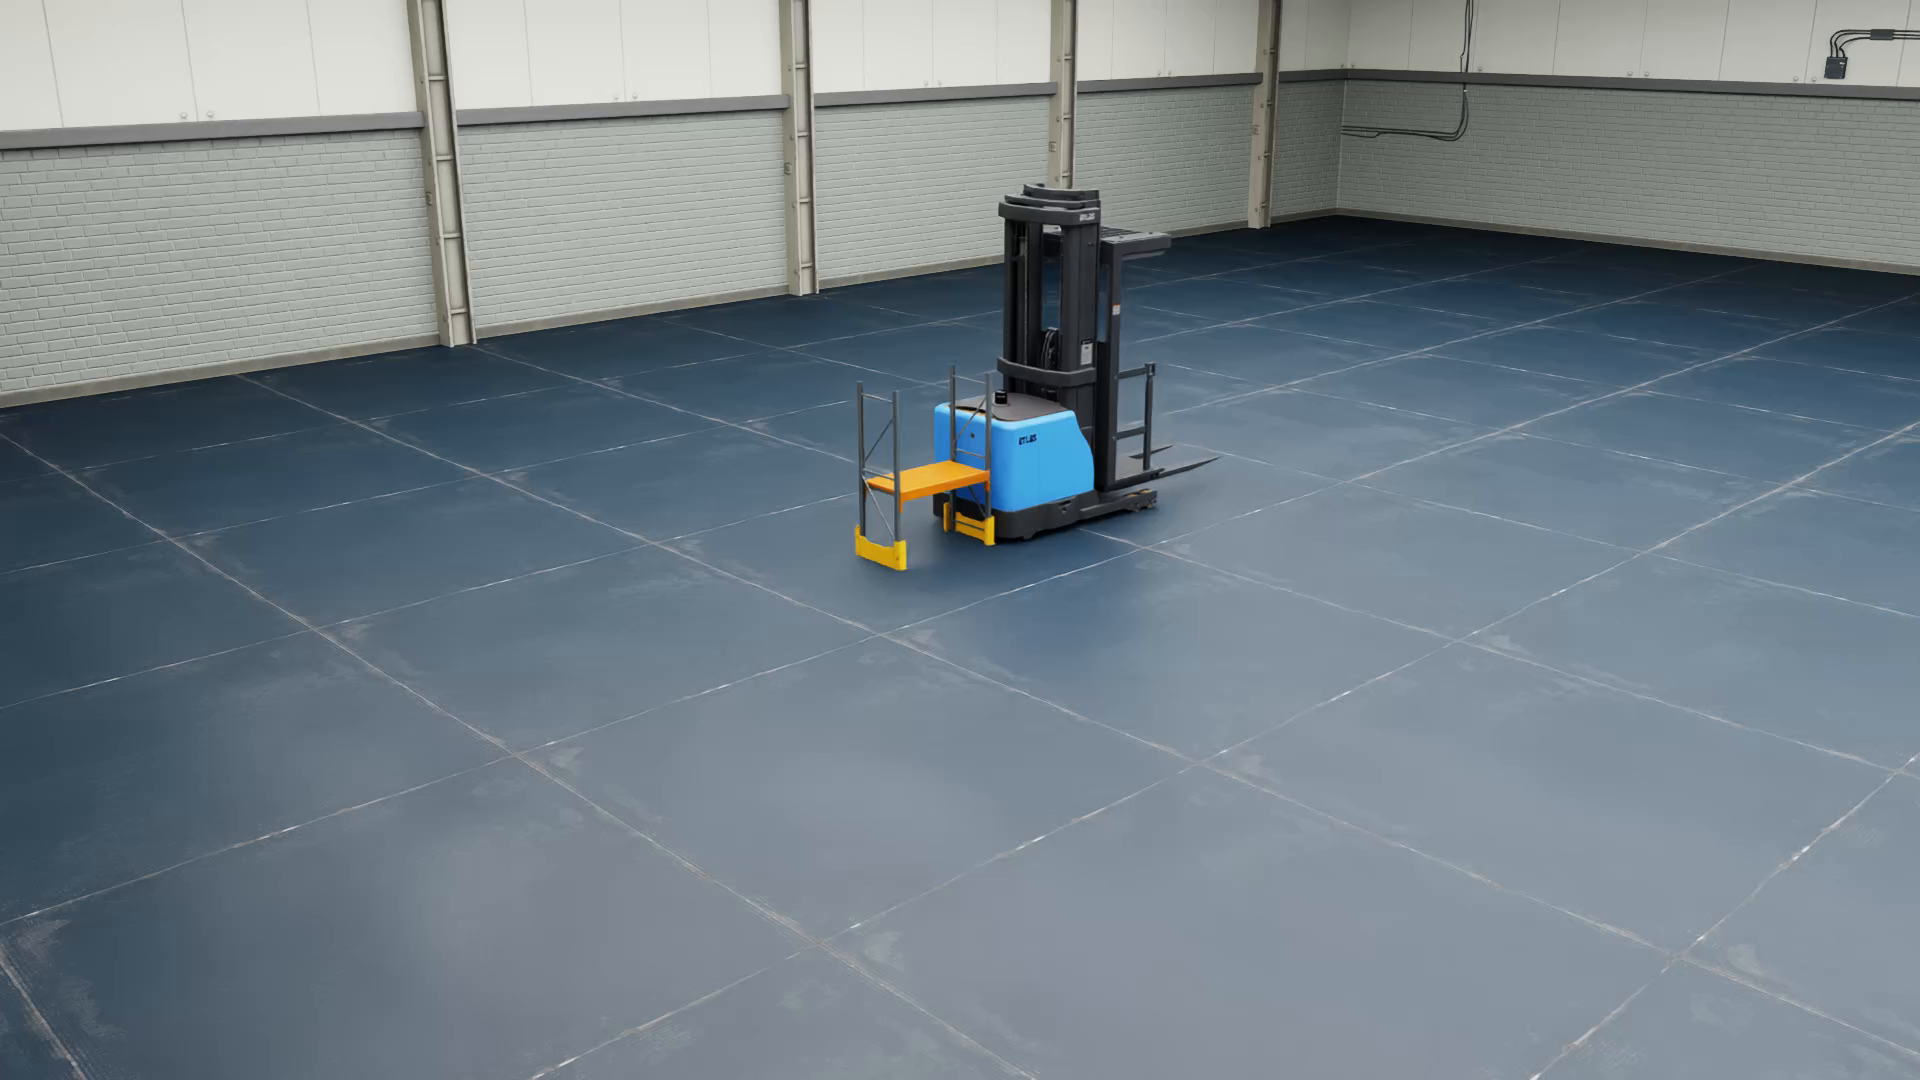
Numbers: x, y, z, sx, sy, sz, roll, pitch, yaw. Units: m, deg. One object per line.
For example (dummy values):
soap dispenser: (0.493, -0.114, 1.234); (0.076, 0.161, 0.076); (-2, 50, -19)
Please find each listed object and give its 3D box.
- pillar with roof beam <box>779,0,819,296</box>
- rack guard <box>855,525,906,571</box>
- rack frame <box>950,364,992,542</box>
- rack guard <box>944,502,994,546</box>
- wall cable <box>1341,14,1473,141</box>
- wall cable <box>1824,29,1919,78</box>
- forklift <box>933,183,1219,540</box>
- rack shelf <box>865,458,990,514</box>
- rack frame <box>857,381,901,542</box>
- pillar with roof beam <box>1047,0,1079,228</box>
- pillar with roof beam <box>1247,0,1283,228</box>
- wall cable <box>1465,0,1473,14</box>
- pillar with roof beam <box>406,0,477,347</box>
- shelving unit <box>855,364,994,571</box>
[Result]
pillar with roof beam: (0.443, -7.279, 22.344); (0.400, 9.000, 9.100); (-16, 24, -41)
rack guard: (-0.664, 0.064, 13.883); (0.087, 0.250, 0.587); (-16, 24, -40)
rack frame: (0.091, -0.740, 14.337); (0.032, 1.500, 0.500); (-16, 24, -40)
rack guard: (0.076, -0.142, 14.517); (0.087, 0.250, 0.587); (-16, 24, -40)
wall cable: (9.254, -9.637, 34.652); (0.112, 2.526, 3.097); (-16, 24, -41)
wall cable: (15.765, -10.601, 27.077); (0.169, 6.003, 2.305); (-16, 24, -41)
forklift: (1.190, -1.757, 15.152); (3.031, 2.935, 1.130); (-16, 24, -40)
rack shelf: (-0.287, -0.464, 14.069); (1.000, 0.185, 0.538); (-16, 24, -40)
rack frame: (-0.665, -0.531, 13.690); (0.032, 1.500, 0.500); (-16, 24, -40)
pillar with roof beam: (4.803, -8.550, 26.265); (0.400, 9.000, 9.100); (-16, 24, -41)
pillar with roof beam: (9.162, -9.822, 30.187); (0.400, 9.000, 9.100); (-16, 24, -41)
wall cable: (11.112, -11.433, 32.004); (0.112, 2.526, 3.097); (-16, 24, -41)
pillar with roof beam: (-3.917, -6.007, 18.423); (0.400, 9.000, 9.100); (-16, 24, -41)
shelving unit: (-0.294, -0.634, 14.007); (1.083, 1.500, 0.587); (-16, 24, -40)
